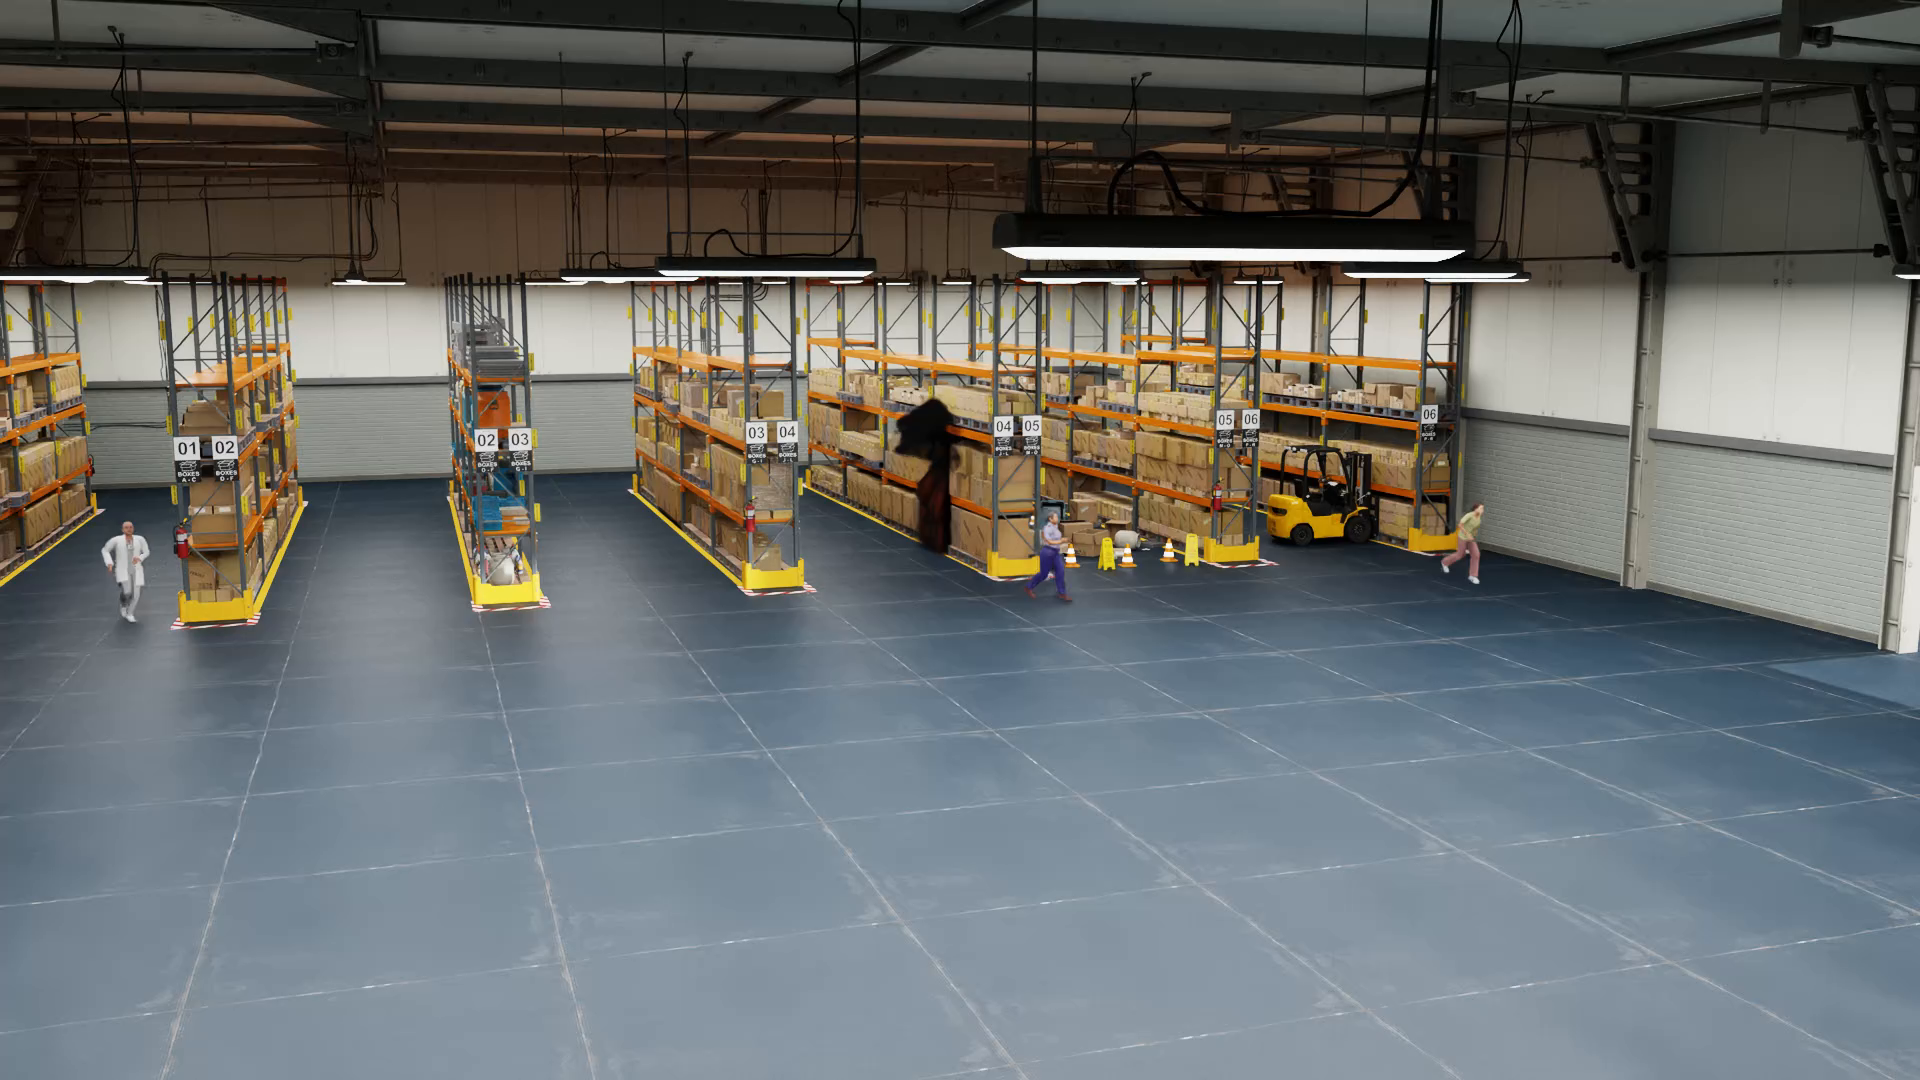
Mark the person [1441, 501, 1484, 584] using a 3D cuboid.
[{"bbox_3d":[9.942,0.008,32.863,0.604,1.623,0.990,-7,11,-39],"label":"person"}]

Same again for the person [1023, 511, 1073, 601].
[{"bbox_3d":[1.634,0.294,30.583,0.933,1.639,0.598,3,9,20],"label":"person"}]

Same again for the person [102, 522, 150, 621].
[{"bbox_3d":[-14.358,0.548,28.748,0.711,1.729,0.579,-8,12,-42],"label":"person"}]
